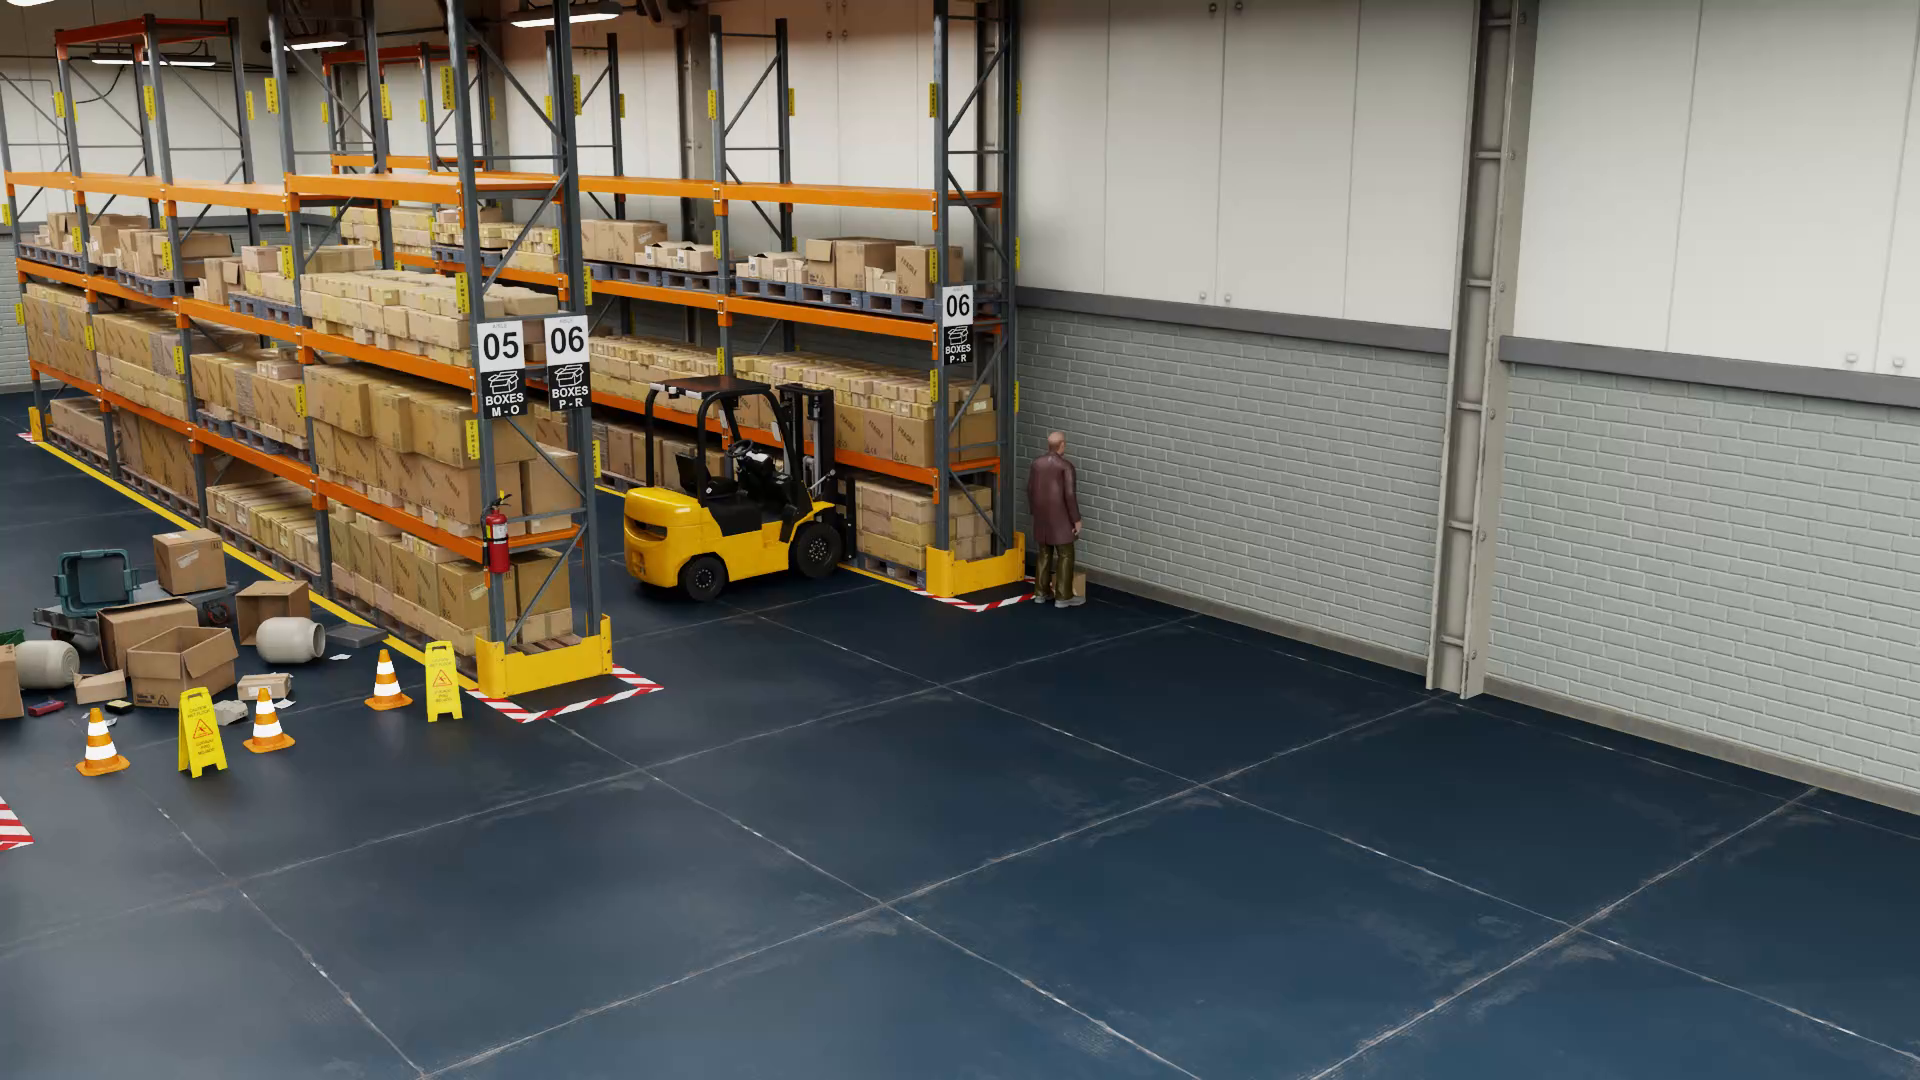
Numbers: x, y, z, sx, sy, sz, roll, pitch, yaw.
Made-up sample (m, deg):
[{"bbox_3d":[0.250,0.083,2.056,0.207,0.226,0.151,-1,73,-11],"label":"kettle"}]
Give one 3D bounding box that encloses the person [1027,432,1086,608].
[{"bbox_3d":[0.962,-0.219,16.916,0.642,1.774,0.424,12,18,40],"label":"person"}]
